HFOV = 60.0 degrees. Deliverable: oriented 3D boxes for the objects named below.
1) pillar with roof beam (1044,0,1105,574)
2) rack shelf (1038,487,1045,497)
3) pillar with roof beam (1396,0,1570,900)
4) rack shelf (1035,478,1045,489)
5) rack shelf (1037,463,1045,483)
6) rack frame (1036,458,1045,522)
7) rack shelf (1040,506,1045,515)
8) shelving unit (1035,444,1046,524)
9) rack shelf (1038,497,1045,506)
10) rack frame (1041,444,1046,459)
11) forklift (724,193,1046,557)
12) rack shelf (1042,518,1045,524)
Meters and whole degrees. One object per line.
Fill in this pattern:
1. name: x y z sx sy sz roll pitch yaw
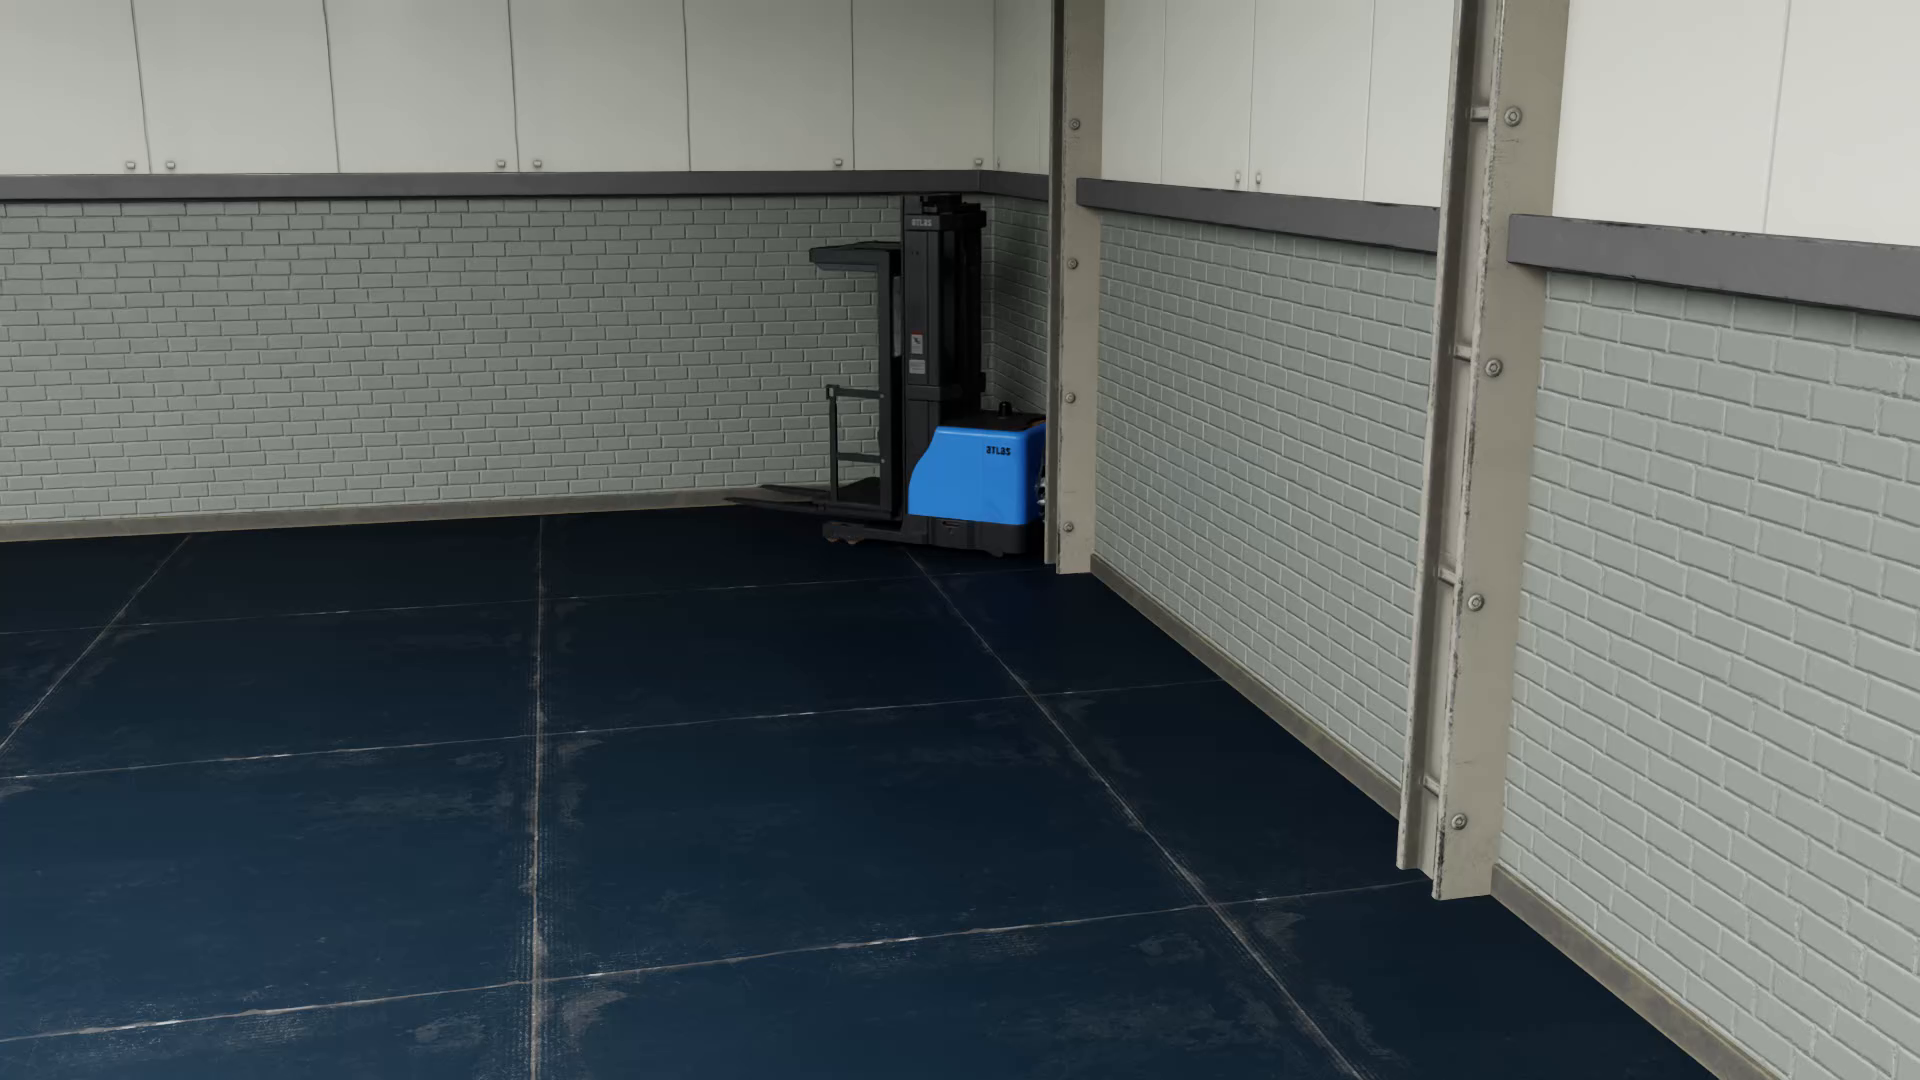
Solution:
1. pillar with roof beam: -3.297 -3.913 11.482 9.100 9.000 0.400 -3 14 -13
2. rack shelf: 0.752 -0.399 13.860 0.258 0.077 0.200 9 36 1
3. pillar with roof beam: -1.888 -2.529 5.816 9.100 9.000 0.400 -3 14 -13
4. rack shelf: 0.762 -0.470 13.806 0.258 0.077 0.200 9 36 1
5. rack shelf: 0.772 -0.542 13.753 0.258 0.077 0.200 9 36 1
6. rack frame: 0.736 -0.294 13.812 0.240 0.900 0.006 9 36 1
7. rack shelf: 0.733 -0.255 13.967 0.258 0.077 0.200 9 36 1
8. shelving unit: 0.746 -0.353 13.894 0.258 0.900 0.210 9 36 1
9. rack shelf: 0.743 -0.327 13.913 0.258 0.077 0.200 9 36 1
10. rack frame: 0.757 -0.413 13.975 0.240 0.900 0.006 9 36 1
11. forklift: -0.627 -1.497 14.379 3.031 2.935 1.130 6 15 25
12. rack shelf: 0.723 -0.183 14.020 0.258 0.077 0.200 9 36 1
